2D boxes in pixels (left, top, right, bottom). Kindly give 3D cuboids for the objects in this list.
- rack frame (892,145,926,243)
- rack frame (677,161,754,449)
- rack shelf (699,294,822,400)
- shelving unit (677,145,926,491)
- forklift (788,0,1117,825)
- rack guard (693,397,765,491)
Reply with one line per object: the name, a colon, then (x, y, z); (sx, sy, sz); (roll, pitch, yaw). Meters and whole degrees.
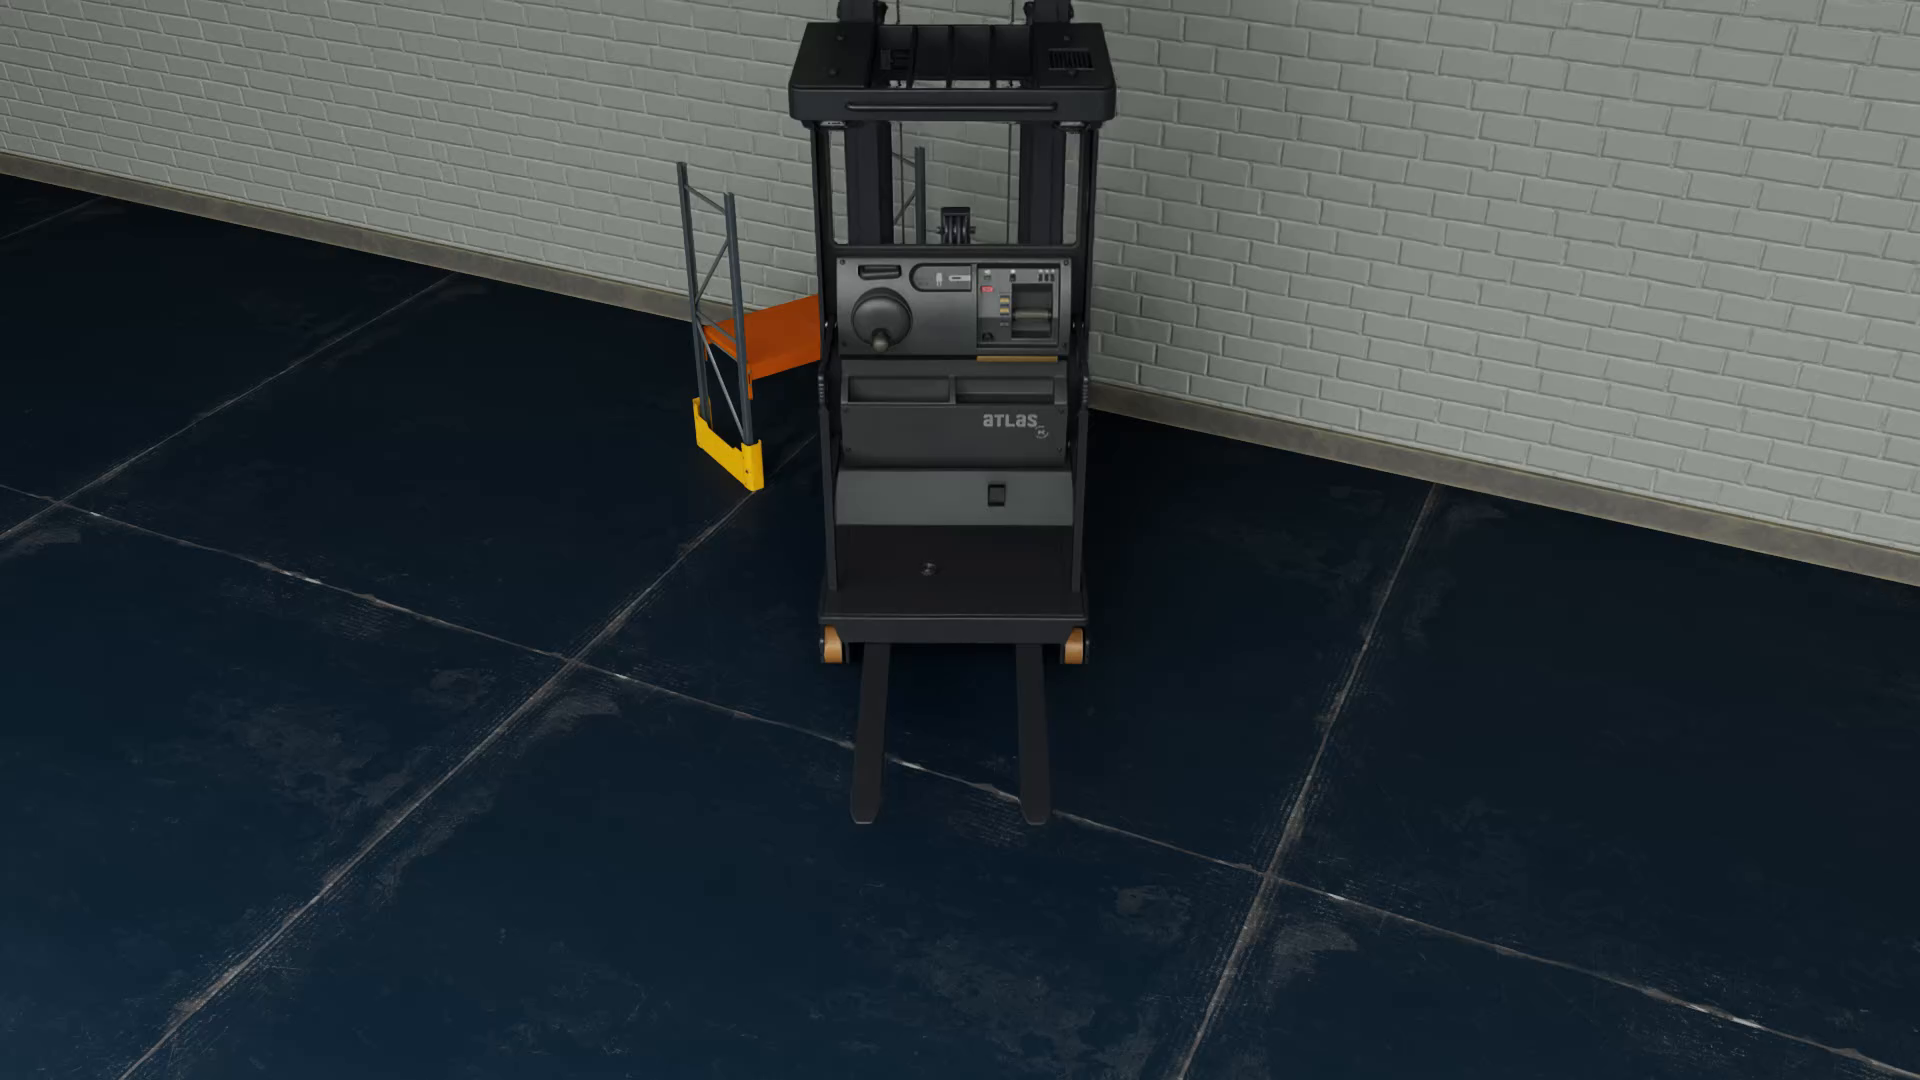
rack frame: (-0.321, -1.326, 8.405); (0.032, 1.500, 0.500); (-21, 39, -29)
rack frame: (-1.153, -1.006, 7.916); (0.032, 1.500, 0.500); (-21, 39, -29)
rack shelf: (-0.737, -1.016, 8.259); (1.000, 0.185, 0.538); (-21, 39, -29)
shelving unit: (-0.744, -1.163, 8.156); (1.083, 1.500, 0.587); (-21, 39, -29)
forklift: (-0.022, -0.876, 6.413); (1.130, 2.935, 3.031); (0, 33, 0)
rack guard: (-1.152, -0.484, 8.260); (0.087, 0.250, 0.587); (-21, 39, -29)
